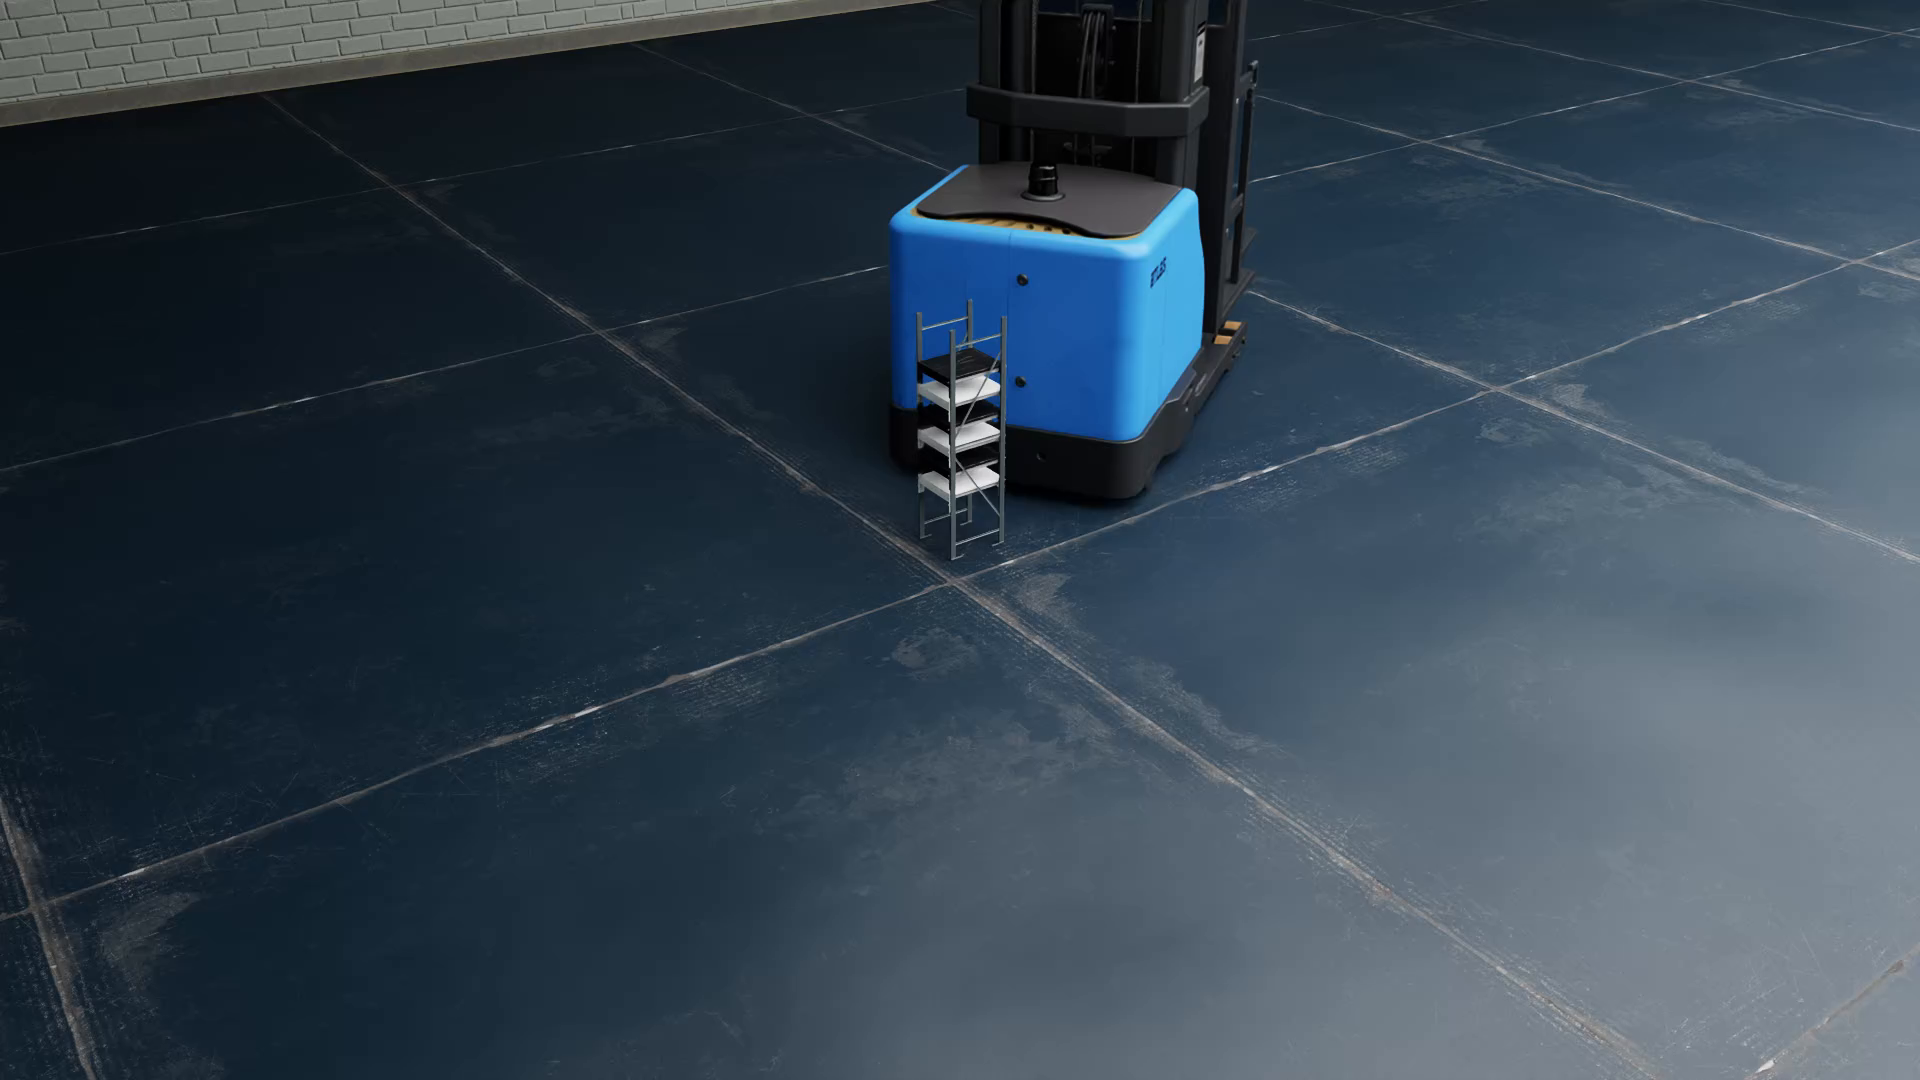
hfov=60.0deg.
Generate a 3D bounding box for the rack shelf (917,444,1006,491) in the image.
[{"bbox_3d":[0.005,-0.284,6.088,0.258,0.077,0.200,-19,34,-31],"label":"rack shelf"}]

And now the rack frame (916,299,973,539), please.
[{"bbox_3d":[-0.054,-0.432,6.102,0.240,0.900,0.006,-19,34,-31],"label":"rack frame"}]

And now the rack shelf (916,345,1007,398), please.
[{"bbox_3d":[0.005,-0.600,5.916,0.258,0.077,0.200,-19,34,-31],"label":"rack shelf"}]

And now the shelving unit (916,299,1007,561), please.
[{"bbox_3d":[0.005,-0.392,6.029,0.258,0.900,0.210,-19,34,-31],"label":"shelving unit"}]

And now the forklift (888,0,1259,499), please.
[{"bbox_3d":[0.716,-2.131,7.102,1.130,2.935,3.031,10,30,18],"label":"forklift"}]

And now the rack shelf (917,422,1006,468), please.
[{"bbox_3d":[0.005,-0.363,6.045,0.258,0.077,0.200,-19,34,-31],"label":"rack shelf"}]

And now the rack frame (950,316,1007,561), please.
[{"bbox_3d":[0.064,-0.353,5.957,0.240,0.900,0.006,-19,34,-31],"label":"rack frame"}]

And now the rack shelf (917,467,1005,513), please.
[{"bbox_3d":[0.005,-0.205,6.131,0.258,0.077,0.200,-19,34,-31],"label":"rack shelf"}]

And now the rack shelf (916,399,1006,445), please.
[{"bbox_3d":[0.005,-0.442,6.002,0.258,0.077,0.200,-19,34,-31],"label":"rack shelf"}]

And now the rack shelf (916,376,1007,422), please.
[{"bbox_3d":[0.005,-0.521,5.959,0.258,0.077,0.200,-19,34,-31],"label":"rack shelf"}]
